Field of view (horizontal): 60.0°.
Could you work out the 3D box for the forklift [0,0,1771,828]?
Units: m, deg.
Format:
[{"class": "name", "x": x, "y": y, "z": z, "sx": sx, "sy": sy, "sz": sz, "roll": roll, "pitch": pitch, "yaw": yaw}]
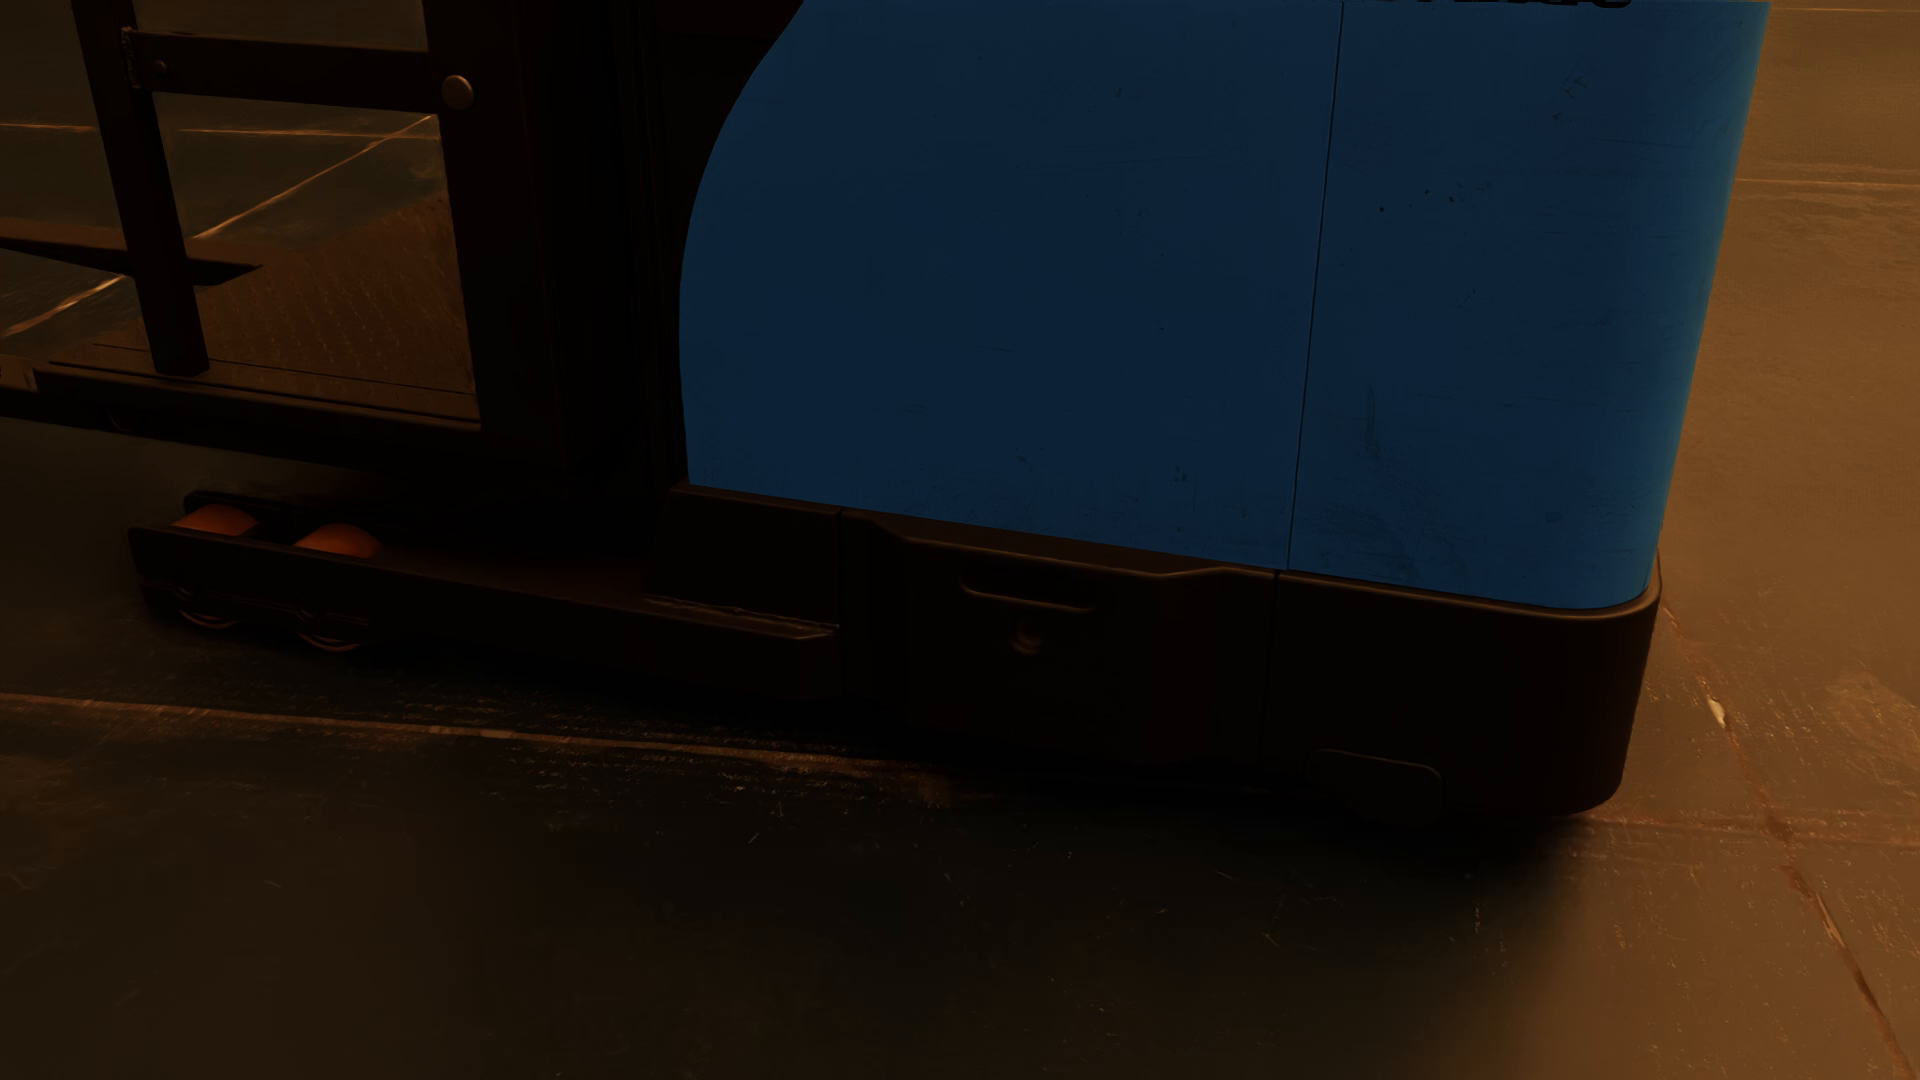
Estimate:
[{"class": "forklift", "x": -0.585, "y": -1.377, "z": 1.977, "sx": 3.031, "sy": 2.935, "sz": 1.130, "roll": 8, "pitch": 28, "yaw": 16}]
